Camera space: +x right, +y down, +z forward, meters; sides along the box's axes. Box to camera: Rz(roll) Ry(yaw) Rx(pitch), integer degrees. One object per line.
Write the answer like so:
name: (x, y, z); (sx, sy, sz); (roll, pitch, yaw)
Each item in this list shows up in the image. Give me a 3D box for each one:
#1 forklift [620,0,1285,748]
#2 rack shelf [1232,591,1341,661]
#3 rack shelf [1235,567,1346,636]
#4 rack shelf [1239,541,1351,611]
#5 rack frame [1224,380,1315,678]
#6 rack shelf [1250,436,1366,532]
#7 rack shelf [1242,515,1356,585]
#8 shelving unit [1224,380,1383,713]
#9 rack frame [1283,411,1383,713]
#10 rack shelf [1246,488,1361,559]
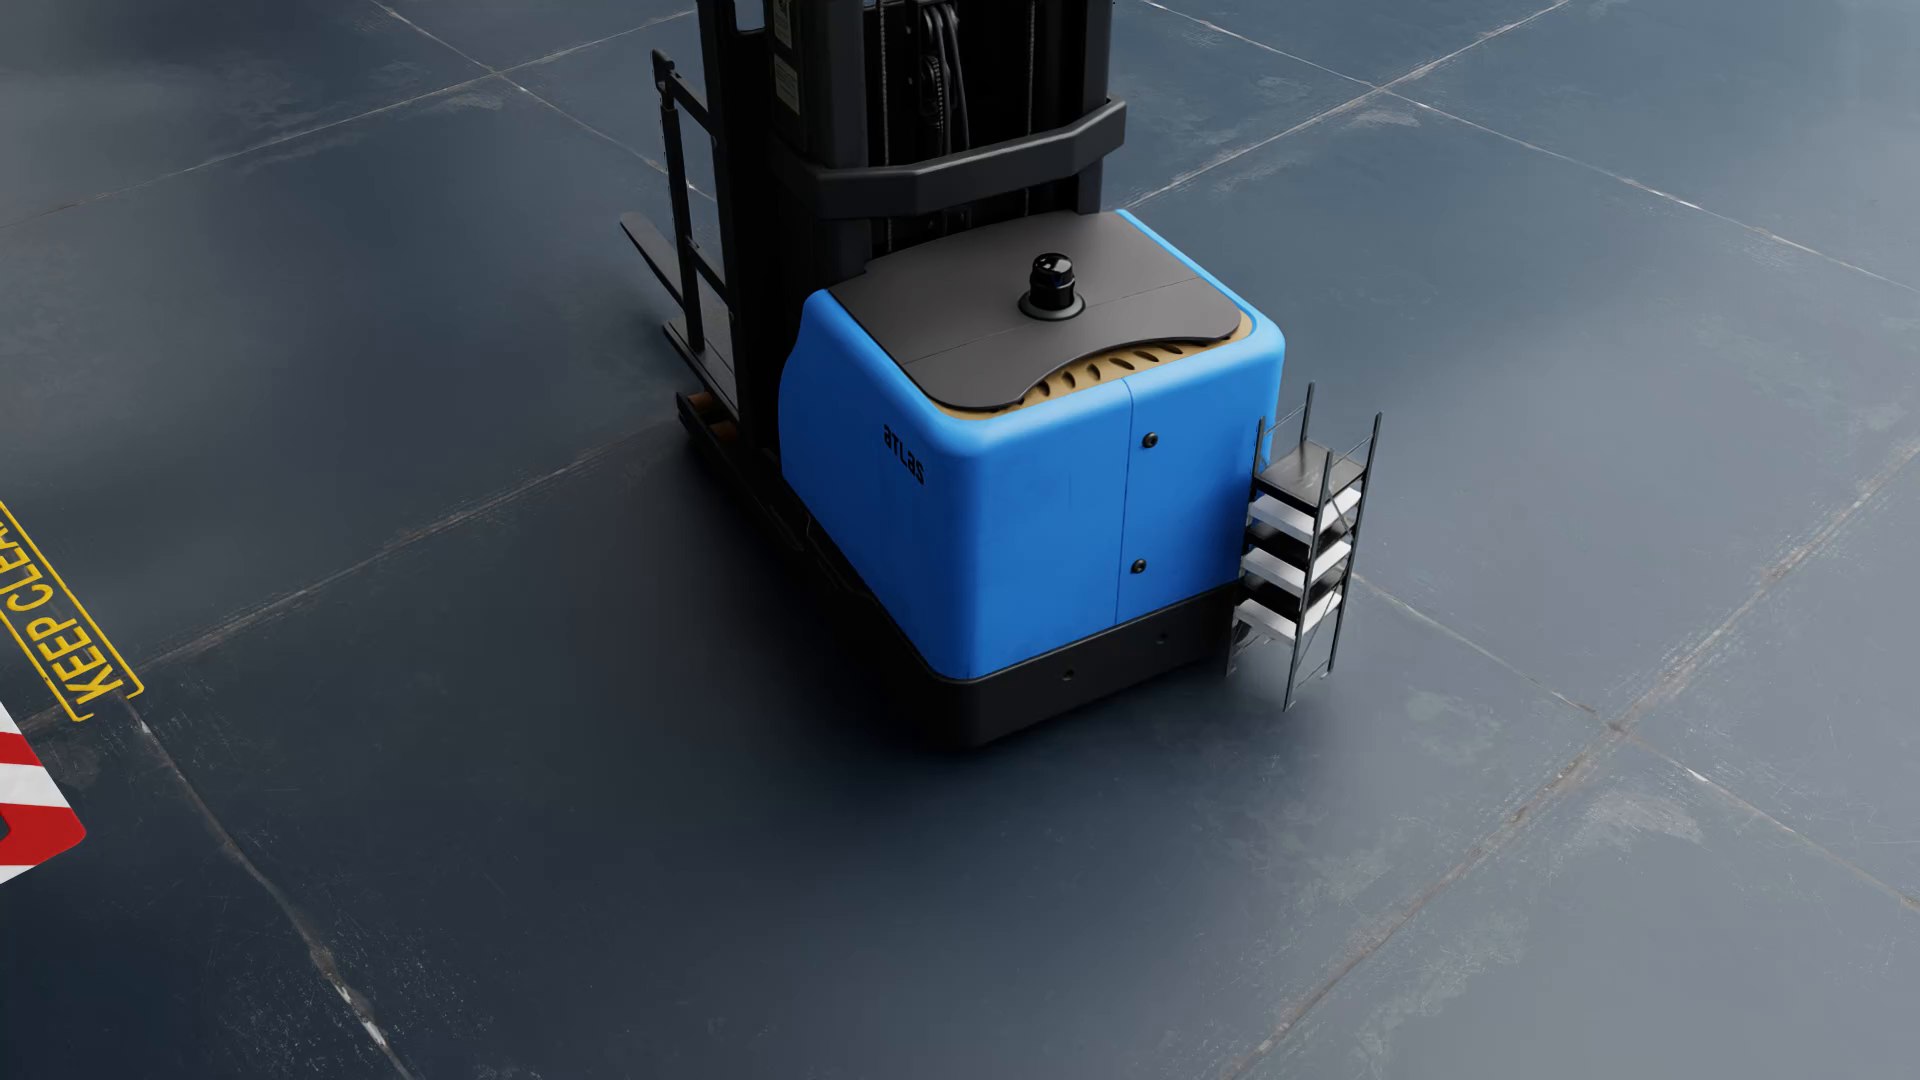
forklift: (-0.302, -1.496, 4.769); (1.130, 2.935, 3.031); (-19, 43, -22)
rack shelf: (0.915, 0.200, 4.626); (0.200, 0.077, 0.258); (31, 48, 32)
rack shelf: (0.915, 0.130, 4.570); (0.200, 0.077, 0.258); (31, 48, 32)
rack shelf: (0.915, 0.060, 4.513); (0.200, 0.077, 0.258); (31, 48, 32)
rack frame: (0.841, -0.010, 4.547); (0.006, 0.900, 0.240); (31, 48, 32)
rack shelf: (0.915, -0.150, 4.343); (0.200, 0.077, 0.258); (31, 48, 32)
rack shelf: (0.915, -0.010, 4.456); (0.200, 0.077, 0.258); (31, 48, 32)
shelving unit: (0.915, 0.034, 4.492); (0.210, 0.900, 0.258); (31, 48, 32)
rack frame: (0.988, 0.078, 4.438); (0.006, 0.900, 0.240); (31, 48, 32)
rack shelf: (0.915, -0.080, 4.400); (0.200, 0.077, 0.258); (31, 48, 32)
